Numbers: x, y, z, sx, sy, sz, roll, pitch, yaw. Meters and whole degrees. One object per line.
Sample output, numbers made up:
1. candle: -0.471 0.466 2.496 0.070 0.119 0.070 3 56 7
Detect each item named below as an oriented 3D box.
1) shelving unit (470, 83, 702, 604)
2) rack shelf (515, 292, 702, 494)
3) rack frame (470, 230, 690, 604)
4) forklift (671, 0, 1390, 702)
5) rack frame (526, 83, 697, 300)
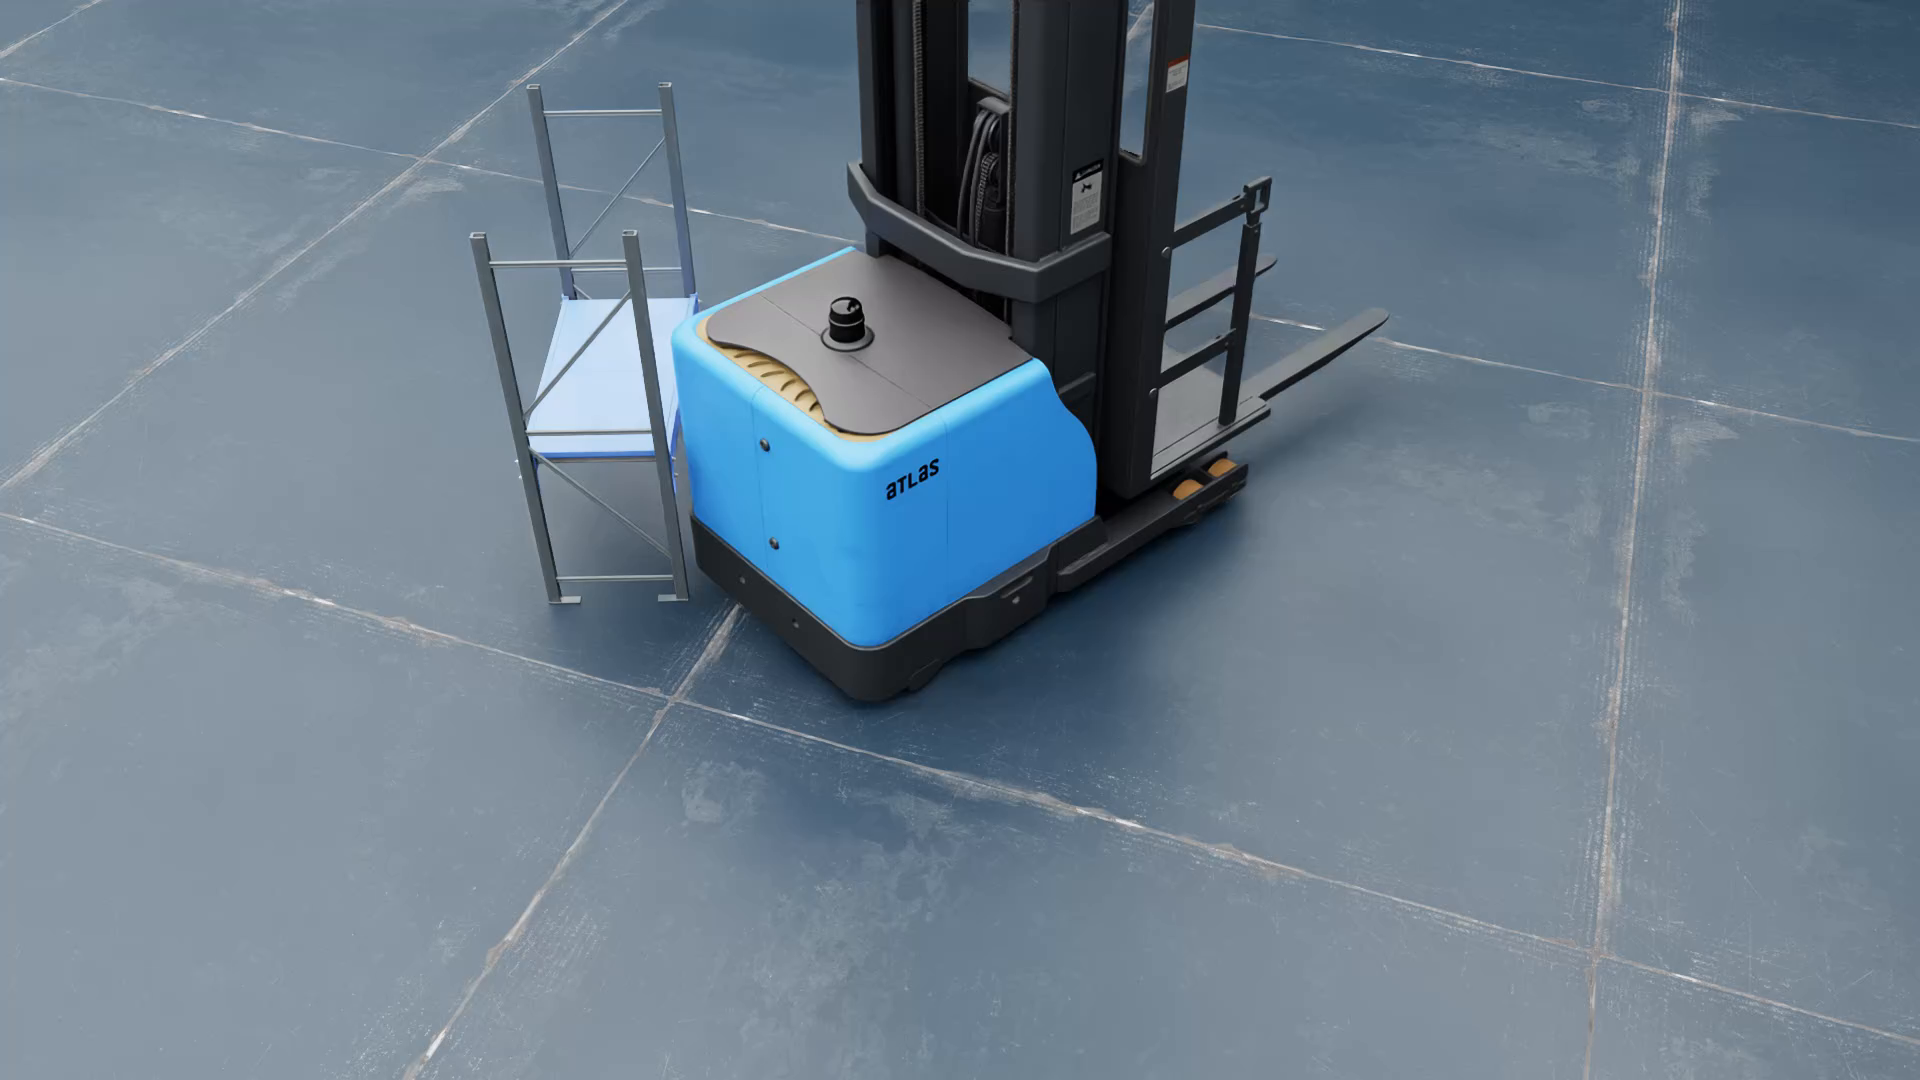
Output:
1. shelving unit: -1.243 -0.684 5.896 0.538 1.500 1.048 -1 40 -1
2. rack shelf: -1.243 -0.547 6.013 0.538 0.185 1.000 -1 40 -1
3. rack frame: -1.227 -0.354 5.509 0.500 1.500 0.032 -1 40 -1
4. forklift: 0.470 -1.405 5.639 3.031 2.935 1.130 -30 49 -31
5. rack frame: -1.258 -1.013 6.282 0.500 1.500 0.032 -1 40 -1
